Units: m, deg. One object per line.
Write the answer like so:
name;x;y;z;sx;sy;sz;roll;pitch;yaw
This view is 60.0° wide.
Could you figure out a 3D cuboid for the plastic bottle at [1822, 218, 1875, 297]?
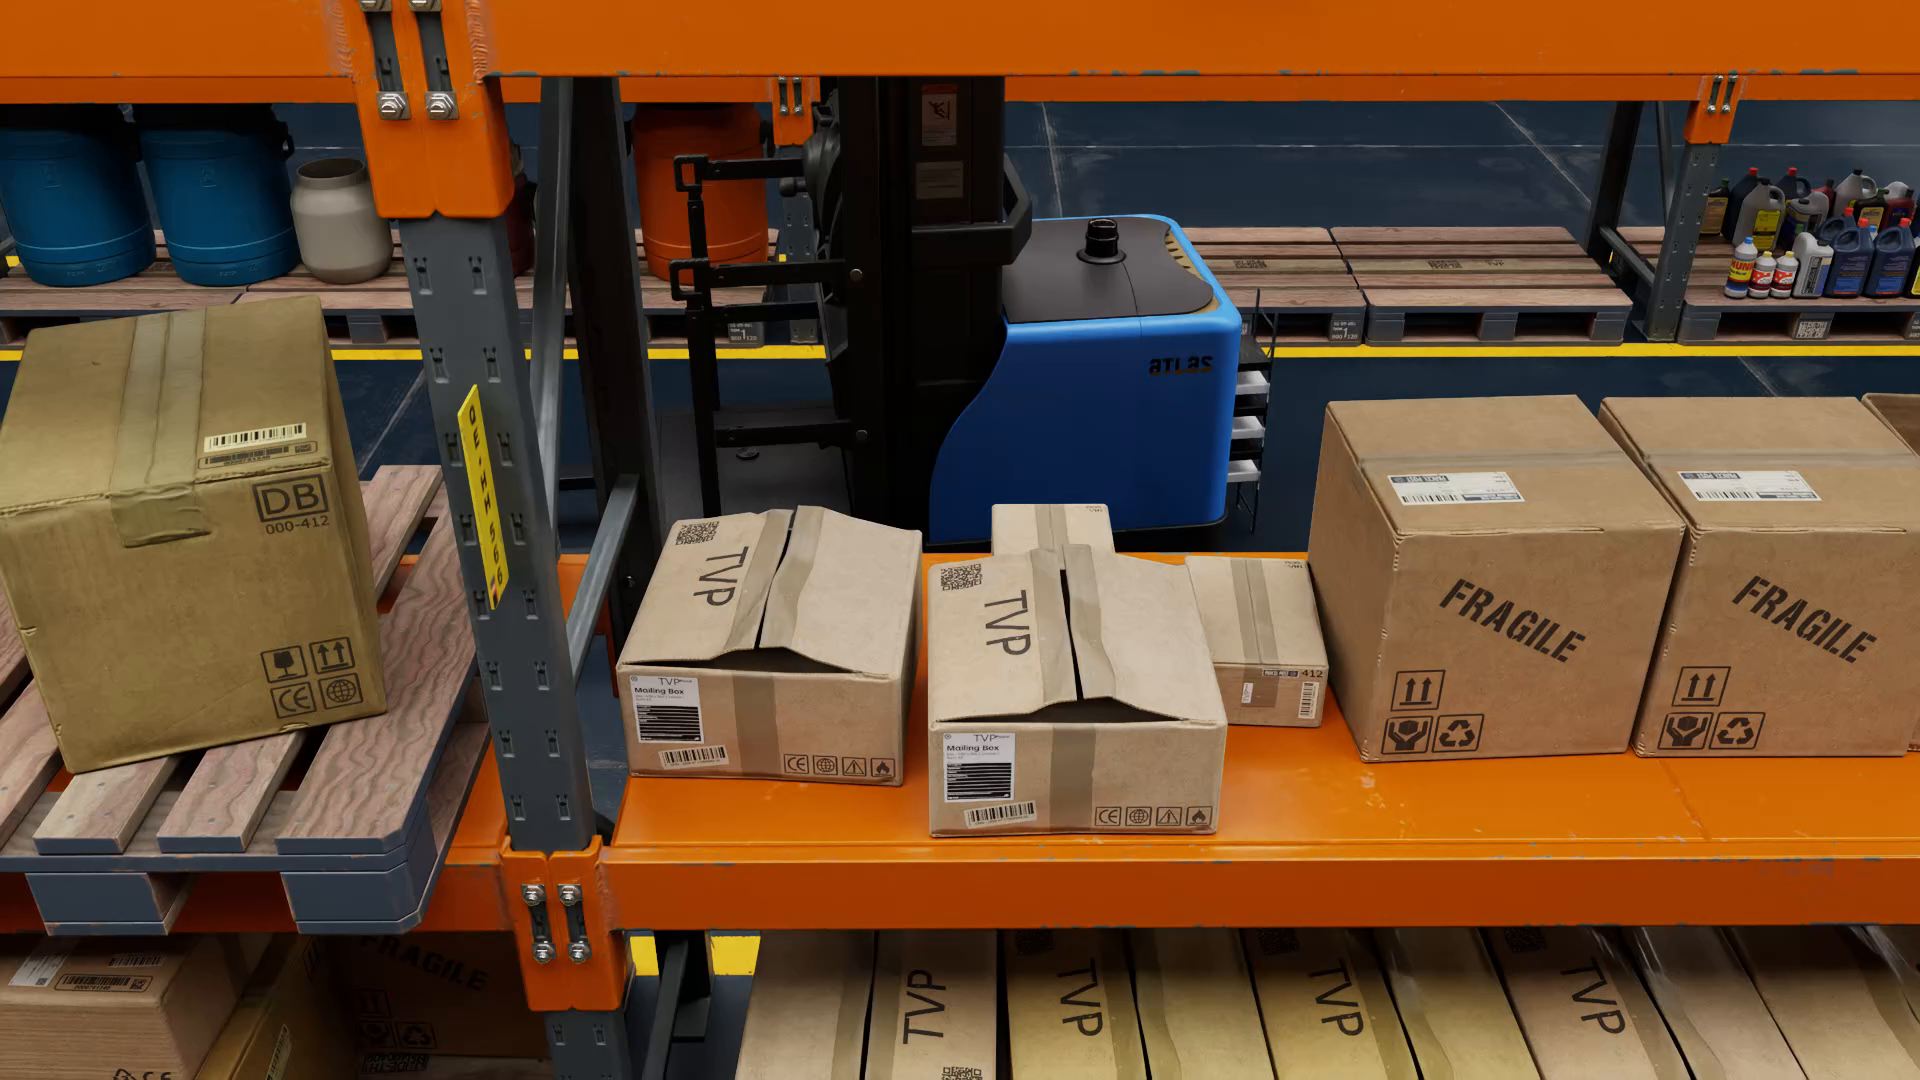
plastic bottle;4.080;-1.305;7.639;0.185;0.351;0.144;1;31;1

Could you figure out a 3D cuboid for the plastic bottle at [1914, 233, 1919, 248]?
plastic bottle;4.416;-1.291;7.693;0.097;0.271;0.097;0;31;0

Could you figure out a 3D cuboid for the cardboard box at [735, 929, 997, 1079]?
cardboard box;-0.177;1.027;3.371;0.500;0.311;0.500;1;31;1

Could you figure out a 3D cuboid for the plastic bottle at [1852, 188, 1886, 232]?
plastic bottle;4.454;-1.589;8.171;0.133;0.283;0.061;0;31;0

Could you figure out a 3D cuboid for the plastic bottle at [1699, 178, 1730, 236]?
plastic bottle;3.750;-1.661;8.291;0.133;0.283;0.061;1;31;2

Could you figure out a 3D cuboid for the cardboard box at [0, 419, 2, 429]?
cardboard box;-2.248;-0.138;3.085;0.500;0.500;0.700;6;32;9

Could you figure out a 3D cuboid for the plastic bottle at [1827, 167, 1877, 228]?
plastic bottle;4.428;-1.671;8.242;0.185;0.351;0.144;0;31;-1

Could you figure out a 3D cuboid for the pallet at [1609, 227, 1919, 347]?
pallet;3.943;-1.250;8.107;1.213;0.211;1.003;0;31;0

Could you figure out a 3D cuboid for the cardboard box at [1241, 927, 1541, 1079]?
cardboard box;0.858;1.020;3.382;0.500;0.311;0.500;-1;31;-2

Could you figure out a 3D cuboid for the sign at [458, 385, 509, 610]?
sign;-0.690;-0.060;2.417;0.005;0.325;0.100;0;31;0

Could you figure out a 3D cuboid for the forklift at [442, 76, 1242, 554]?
forklift;-0.620;-1.210;5.419;3.031;2.935;1.130;-4;31;-7

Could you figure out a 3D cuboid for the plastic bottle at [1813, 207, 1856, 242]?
plastic bottle;4.080;-1.380;7.762;0.185;0.351;0.144;0;31;0

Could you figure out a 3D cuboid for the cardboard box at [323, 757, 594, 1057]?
cardboard box;-1.160;0.854;3.937;0.500;0.500;0.500;1;31;2

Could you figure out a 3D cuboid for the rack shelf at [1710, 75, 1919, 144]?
rack shelf;5.271;-2.161;7.613;4.000;0.370;1.077;0;31;0

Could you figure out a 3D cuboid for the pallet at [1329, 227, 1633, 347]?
pallet;2.486;-1.247;8.102;1.213;0.211;1.003;0;31;0

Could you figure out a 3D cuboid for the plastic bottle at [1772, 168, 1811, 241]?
plastic bottle;4.105;-1.670;8.240;0.185;0.351;0.144;-2;31;-3

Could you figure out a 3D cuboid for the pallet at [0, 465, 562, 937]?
pallet;-1.380;0.240;3.147;1.003;0.211;1.213;0;31;0

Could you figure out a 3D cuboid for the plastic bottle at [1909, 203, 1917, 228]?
plastic bottle;4.708;-1.620;8.302;0.097;0.201;0.097;0;31;0

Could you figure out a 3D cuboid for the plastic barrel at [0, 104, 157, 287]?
plastic barrel;-4.185;-1.712;7.798;0.708;0.901;0.600;0;31;0

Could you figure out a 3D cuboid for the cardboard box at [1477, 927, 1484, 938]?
cardboard box;1.345;0.741;3.842;0.500;0.311;0.500;1;31;1

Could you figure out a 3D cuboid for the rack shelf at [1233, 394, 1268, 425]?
rack shelf;0.994;-0.506;6.107;0.200;0.077;0.258;-4;31;-7

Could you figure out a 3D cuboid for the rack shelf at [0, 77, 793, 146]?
rack shelf;-2.729;-2.136;7.572;4.000;0.370;1.077;0;31;0

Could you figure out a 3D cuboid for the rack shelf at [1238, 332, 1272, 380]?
rack shelf;0.994;-0.660;6.014;0.200;0.077;0.258;-4;31;-7

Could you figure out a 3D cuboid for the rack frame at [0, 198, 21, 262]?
rack frame;-4.729;-2.437;7.375;0.127;3.000;1.000;0;31;0

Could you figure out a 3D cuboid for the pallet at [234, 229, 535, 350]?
pallet;-2.734;-1.231;8.075;1.213;0.211;1.003;0;31;0

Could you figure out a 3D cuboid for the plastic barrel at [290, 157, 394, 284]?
plastic barrel;-2.912;-1.503;7.830;0.421;0.512;0.421;0;31;0

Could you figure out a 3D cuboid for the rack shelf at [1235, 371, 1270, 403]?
rack shelf;0.994;-0.583;6.061;0.200;0.077;0.258;-4;31;-7

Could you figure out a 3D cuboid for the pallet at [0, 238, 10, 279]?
pallet;-5.464;-1.222;8.061;1.213;0.211;1.003;0;31;0

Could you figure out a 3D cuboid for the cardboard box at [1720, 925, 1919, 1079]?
cardboard box;1.874;1.019;3.384;0.500;0.311;0.500;0;31;0

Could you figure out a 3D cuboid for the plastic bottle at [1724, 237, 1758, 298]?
plastic bottle;3.592;-1.257;7.637;0.097;0.271;0.097;0;31;0

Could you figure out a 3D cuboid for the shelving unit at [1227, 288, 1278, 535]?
shelving unit;0.994;-0.458;6.137;0.210;0.900;0.258;-4;31;-7

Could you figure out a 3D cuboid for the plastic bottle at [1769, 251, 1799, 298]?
plastic bottle;3.795;-1.228;7.656;0.097;0.201;0.097;0;31;0

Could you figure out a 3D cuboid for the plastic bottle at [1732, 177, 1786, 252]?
plastic bottle;3.914;-1.594;8.116;0.185;0.351;0.144;0;31;0

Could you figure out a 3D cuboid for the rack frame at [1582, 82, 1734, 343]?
rack frame;3.271;-2.462;7.416;0.127;3.000;1.000;0;31;0

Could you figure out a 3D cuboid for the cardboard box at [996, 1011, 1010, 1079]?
cardboard box;0.325;1.265;3.520;0.500;0.250;0.500;-1;31;-2

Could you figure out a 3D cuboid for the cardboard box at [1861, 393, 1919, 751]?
cardboard box;2.002;0.060;3.163;0.500;0.500;0.500;2;31;3

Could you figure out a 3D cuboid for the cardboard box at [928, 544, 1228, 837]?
cardboard box;0.193;0.256;3.023;0.500;0.311;0.500;-1;31;-1

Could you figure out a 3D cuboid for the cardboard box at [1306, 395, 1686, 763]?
cardboard box;0.975;0.063;3.157;0.500;0.500;0.500;-2;31;-3

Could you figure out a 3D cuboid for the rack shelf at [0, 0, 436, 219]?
rack shelf;-2.703;-0.849;2.559;4.000;0.370;1.077;0;31;0

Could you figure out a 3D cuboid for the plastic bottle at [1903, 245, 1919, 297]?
plastic bottle;4.435;-1.256;7.622;0.133;0.283;0.061;1;31;2

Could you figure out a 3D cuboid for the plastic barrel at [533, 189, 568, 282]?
plastic barrel;-1.782;-1.507;7.835;0.421;0.512;0.421;0;31;0
